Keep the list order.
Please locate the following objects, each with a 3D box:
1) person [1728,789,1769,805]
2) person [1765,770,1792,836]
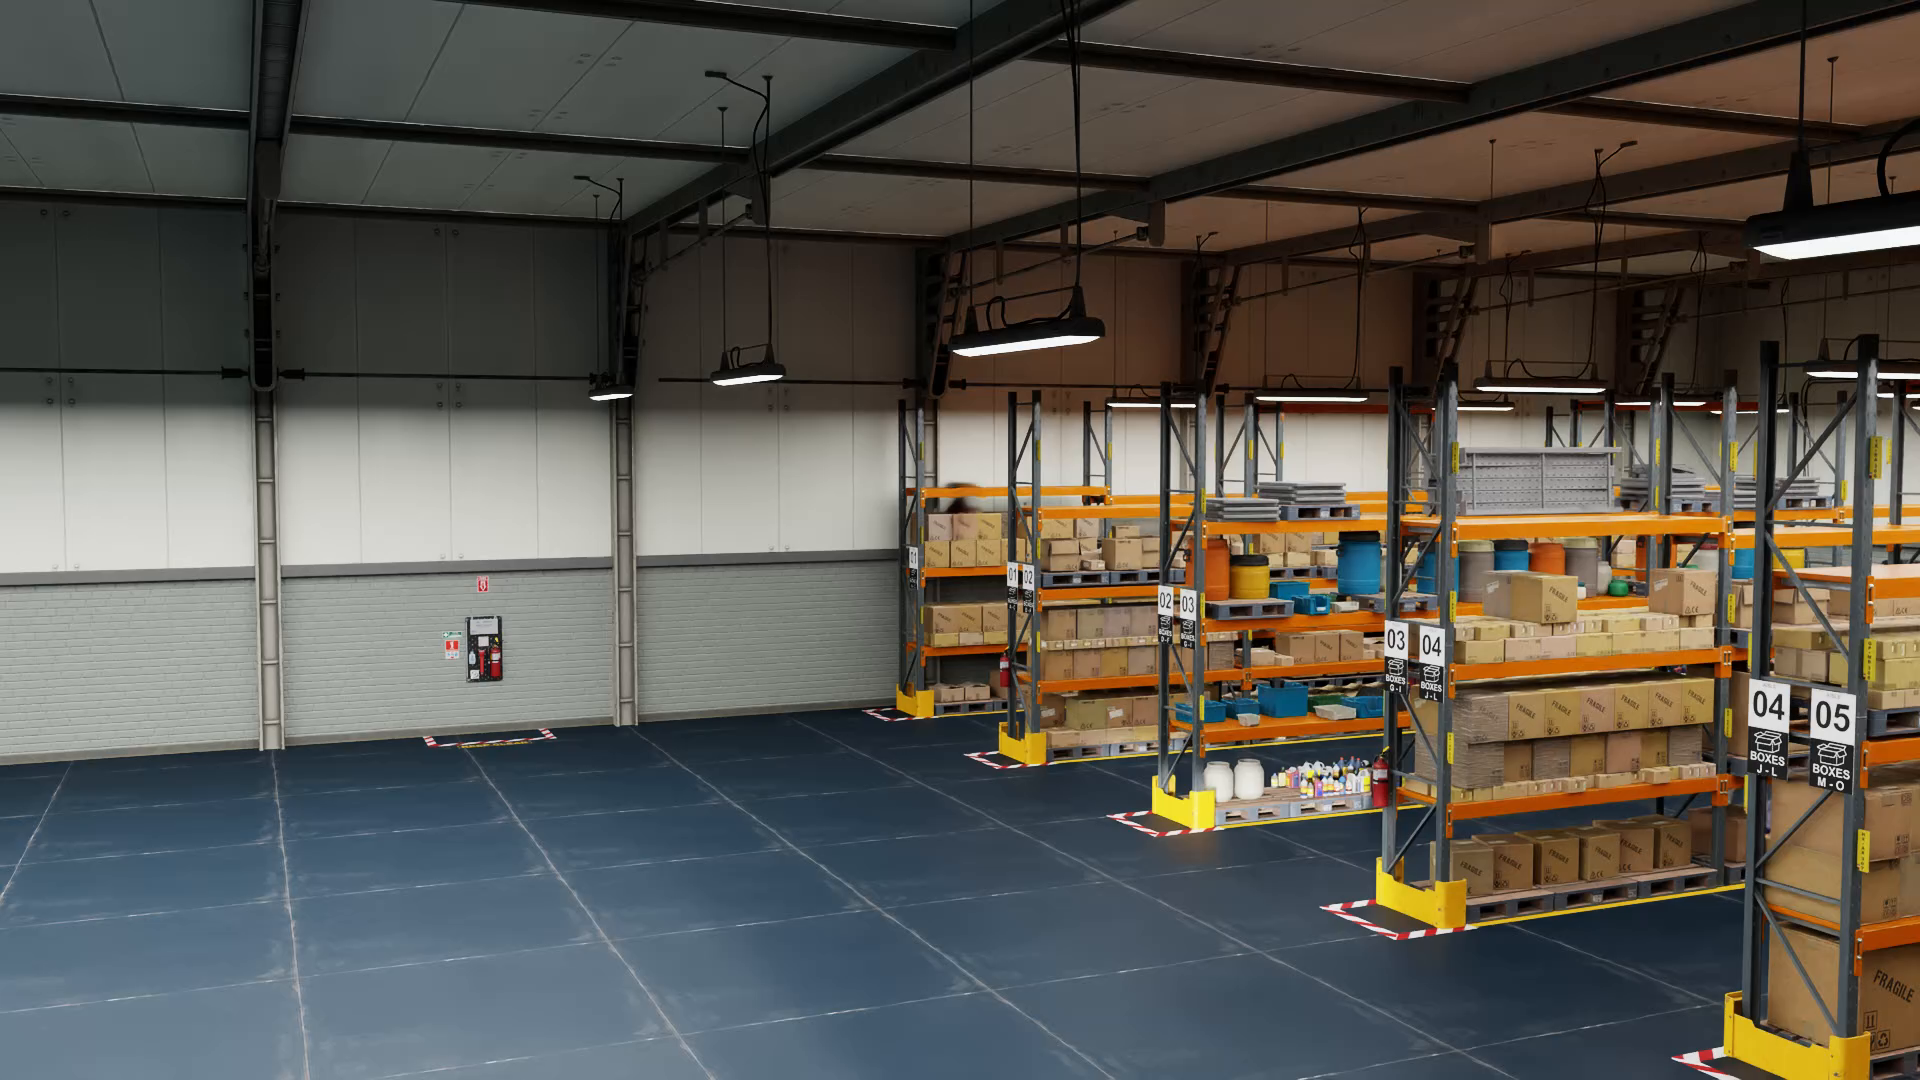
[{"bbox_3d":[10.572,2.958,22.434,1.050,1.730,0.496,-2,4,-26],"label":"person"},{"bbox_3d":[8.904,3.334,18.115,0.620,1.685,0.489,-1,3,-17],"label":"person"}]
